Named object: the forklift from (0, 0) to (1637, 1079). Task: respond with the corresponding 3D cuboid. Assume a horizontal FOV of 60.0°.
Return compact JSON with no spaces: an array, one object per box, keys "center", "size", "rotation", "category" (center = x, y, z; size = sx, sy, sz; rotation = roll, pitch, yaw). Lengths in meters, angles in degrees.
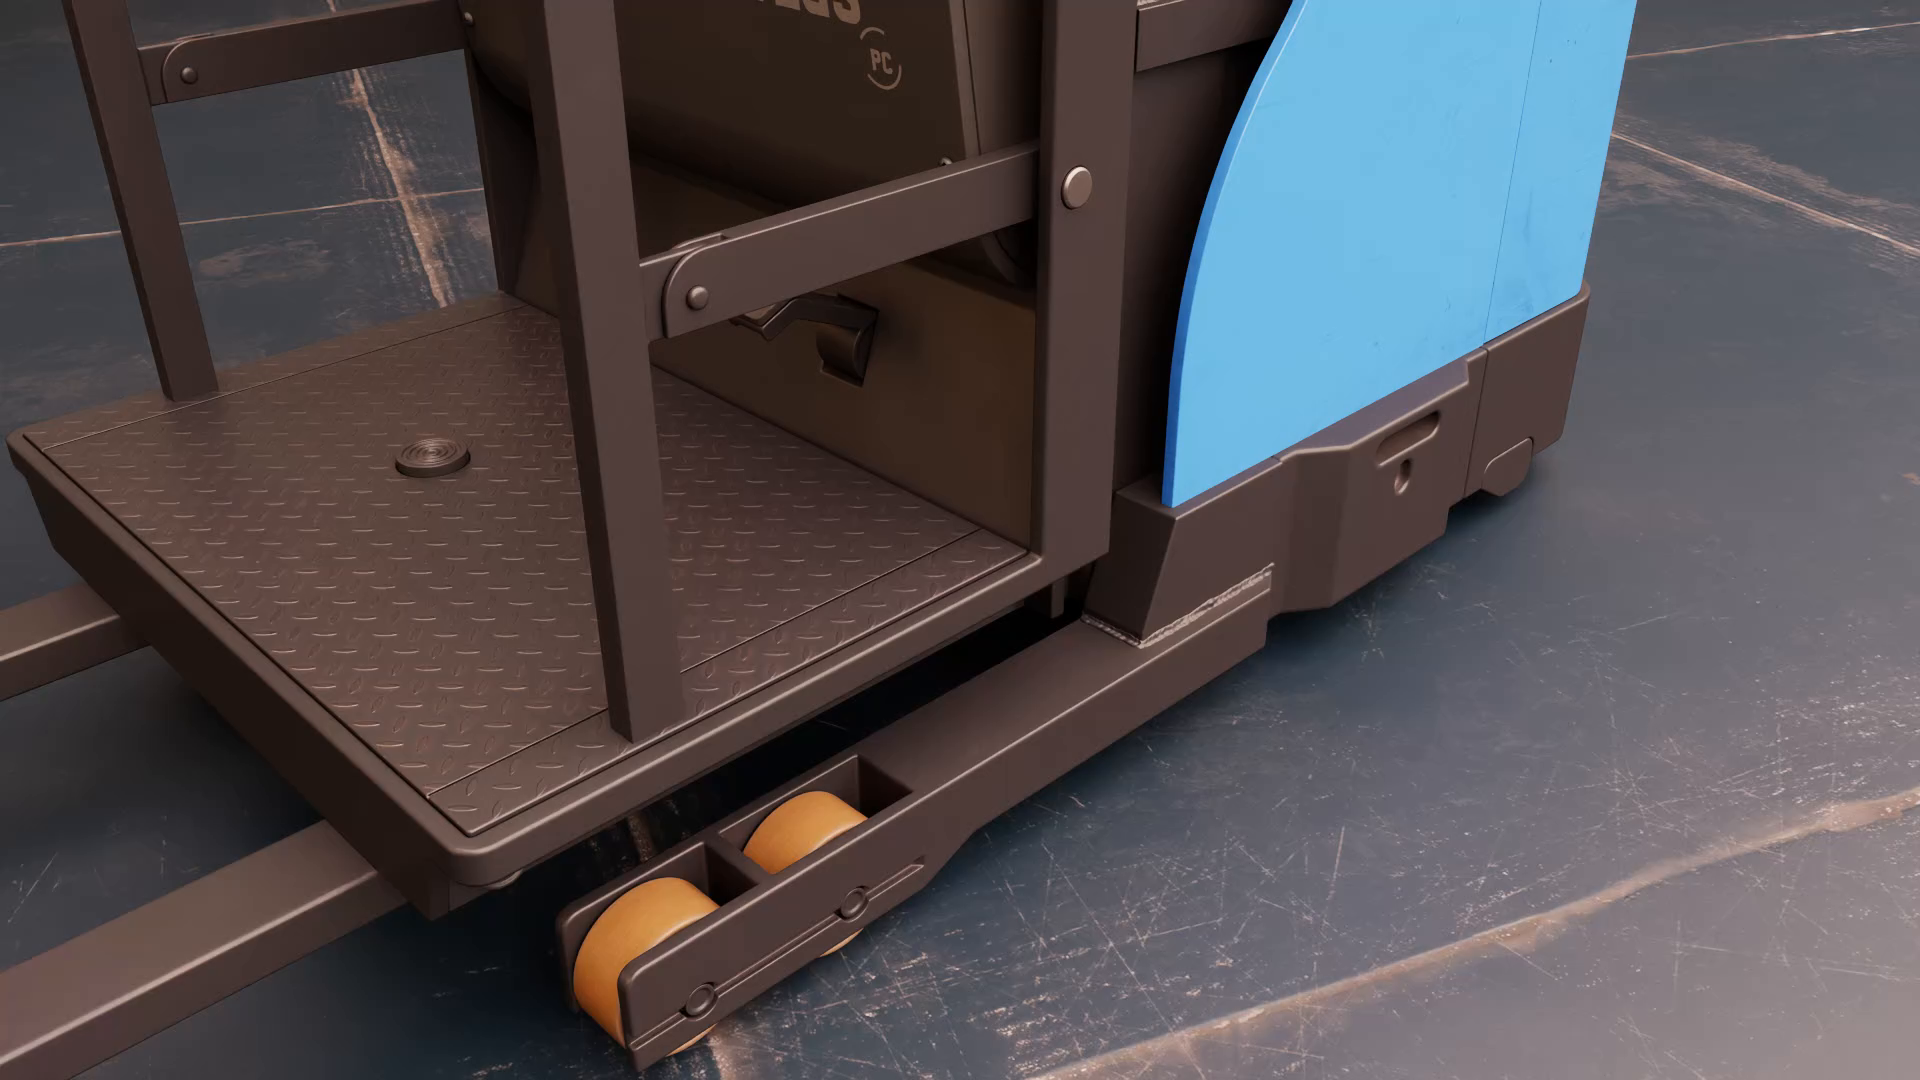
[{"center":[-0.435,-1.063,1.405],"size":[3.031,2.935,1.130],"rotation":[-26,39,-37],"category":"forklift"}]
